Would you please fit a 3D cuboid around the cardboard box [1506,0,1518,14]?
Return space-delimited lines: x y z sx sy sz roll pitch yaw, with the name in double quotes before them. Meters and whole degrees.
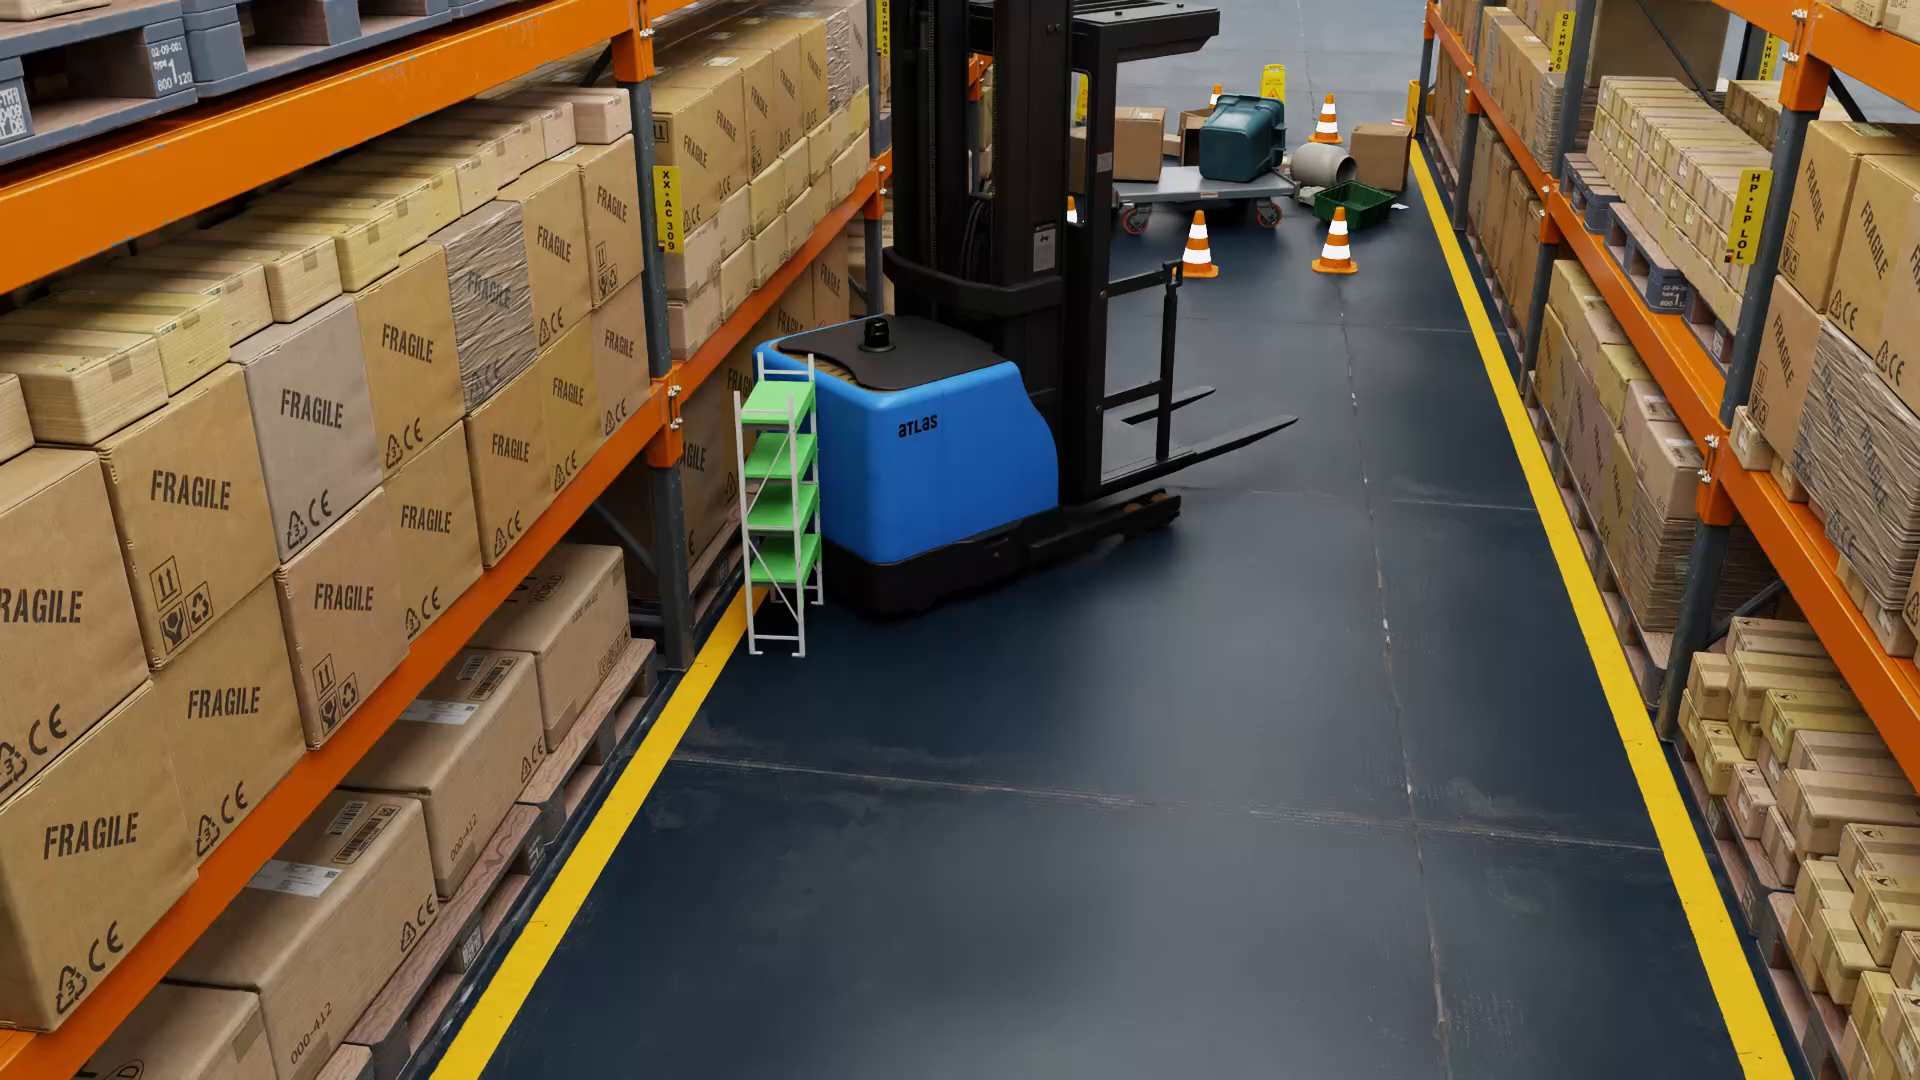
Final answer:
"cardboard box" 4.491 -4.185 12.355 0.700 0.500 0.500 4 25 8

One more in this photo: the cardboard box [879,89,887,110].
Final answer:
"cardboard box" -0.672 -2.838 10.576 0.380 0.149 0.250 2 25 5

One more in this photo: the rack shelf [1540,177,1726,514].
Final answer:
"rack shelf" 3.586 -1.060 7.824 1.077 0.370 4.000 4 25 9

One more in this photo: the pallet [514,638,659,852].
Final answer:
"pallet" -1.843 0.726 6.451 1.003 0.211 1.213 4 25 9

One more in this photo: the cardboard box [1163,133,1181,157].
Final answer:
"cardboard box" 2.099 -3.890 16.384 0.380 0.149 0.250 19 31 35

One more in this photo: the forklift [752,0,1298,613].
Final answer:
"forklift" 0.486 -1.498 7.992 3.031 2.935 1.130 -19 31 -35

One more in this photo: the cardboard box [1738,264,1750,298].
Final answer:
"cardboard box" 3.129 -0.940 6.171 0.380 0.149 0.250 5 26 10

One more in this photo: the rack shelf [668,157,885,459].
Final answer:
"rack shelf" -1.314 -1.360 8.467 1.077 0.370 4.000 4 25 9

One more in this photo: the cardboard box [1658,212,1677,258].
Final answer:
"cardboard box" 3.338 -1.350 7.398 0.380 0.149 0.250 5 26 11

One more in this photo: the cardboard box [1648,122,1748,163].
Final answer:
"cardboard box" 3.433 -1.838 7.738 0.380 0.149 0.250 5 26 10

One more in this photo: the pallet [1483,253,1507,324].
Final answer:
"pallet" 4.317 -1.792 11.830 1.003 0.211 1.213 4 25 9

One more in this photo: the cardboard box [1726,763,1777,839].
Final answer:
"cardboard box" 2.849 0.901 5.655 0.380 0.149 0.250 4 25 8

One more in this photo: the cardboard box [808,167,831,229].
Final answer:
"cardboard box" -0.980 -1.801 8.736 0.500 0.250 0.500 4 25 8

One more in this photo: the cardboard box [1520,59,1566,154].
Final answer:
"cardboard box" 3.804 -2.683 10.325 0.500 0.500 0.500 4 25 9

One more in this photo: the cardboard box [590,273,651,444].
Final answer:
"cardboard box" -1.465 -0.683 6.054 0.500 0.500 0.500 4 25 9

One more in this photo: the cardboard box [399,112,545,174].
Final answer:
"cardboard box" -1.578 -1.285 5.393 0.380 0.149 0.250 4 25 9

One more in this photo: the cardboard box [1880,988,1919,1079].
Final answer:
"cardboard box" 2.550 1.278 4.147 0.380 0.149 0.250 5 26 10

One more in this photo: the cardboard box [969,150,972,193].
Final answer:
"cardboard box" -0.417 -2.976 13.674 0.950 0.372 0.625 4 25 9

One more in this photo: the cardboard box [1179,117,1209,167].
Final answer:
"cardboard box" 2.386 -3.498 14.969 0.797 0.637 0.503 4 25 9

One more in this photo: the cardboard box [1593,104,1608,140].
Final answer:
"cardboard box" 3.635 -2.245 8.958 0.380 0.149 0.250 5 26 11

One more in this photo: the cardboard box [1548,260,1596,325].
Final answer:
"cardboard box" 3.561 -1.348 9.161 0.500 0.250 0.500 3 25 6

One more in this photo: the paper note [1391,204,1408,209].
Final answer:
"paper note" 3.783 -2.894 14.397 0.147 0.020 0.142 -14 29 -27

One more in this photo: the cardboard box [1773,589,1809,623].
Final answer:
"cardboard box" 3.641 0.102 6.947 0.500 0.500 0.500 5 26 11

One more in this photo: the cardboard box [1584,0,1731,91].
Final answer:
"cardboard box" 3.996 -2.907 9.625 0.700 0.500 0.500 4 25 8

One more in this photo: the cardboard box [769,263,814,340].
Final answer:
"cardboard box" -1.332 -1.095 9.061 0.875 0.875 0.875 4 25 9

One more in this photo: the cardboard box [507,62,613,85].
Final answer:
"cardboard box" -1.739 -1.769 7.194 0.500 0.500 0.500 5 25 10

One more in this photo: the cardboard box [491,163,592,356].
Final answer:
"cardboard box" -1.537 -0.920 5.379 0.500 0.500 0.500 4 25 8

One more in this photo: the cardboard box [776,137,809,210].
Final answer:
"cardboard box" -1.044 -1.814 8.174 0.500 0.250 0.500 3 25 7

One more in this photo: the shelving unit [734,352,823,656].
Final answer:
"shelving unit" -0.769 -0.152 7.159 0.258 1.200 0.503 2 25 4

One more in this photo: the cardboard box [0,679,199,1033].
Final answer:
"cardboard box" -1.933 0.597 3.318 0.500 0.500 0.500 4 25 8

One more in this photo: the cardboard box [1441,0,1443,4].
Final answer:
"cardboard box" 5.204 -5.478 16.237 0.875 0.550 0.550 4 25 9

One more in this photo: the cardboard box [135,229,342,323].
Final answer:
"cardboard box" -1.737 -0.640 4.016 0.380 0.149 0.250 4 25 9

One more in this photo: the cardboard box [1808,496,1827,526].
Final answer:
"cardboard box" 2.929 -0.111 5.246 0.380 0.149 0.250 3 25 6

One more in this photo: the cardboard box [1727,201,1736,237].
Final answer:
"cardboard box" 3.175 -1.189 6.351 0.380 0.149 0.250 3 25 7

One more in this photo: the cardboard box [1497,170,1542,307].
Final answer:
"cardboard box" 4.240 -2.008 11.159 1.050 0.750 0.750 4 25 9

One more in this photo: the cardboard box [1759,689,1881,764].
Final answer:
"cardboard box" 2.902 0.632 5.526 0.380 0.149 0.250 4 25 8

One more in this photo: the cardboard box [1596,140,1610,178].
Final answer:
"cardboard box" 3.596 -2.013 8.814 0.380 0.149 0.250 5 26 11

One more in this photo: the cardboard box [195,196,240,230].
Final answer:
"cardboard box" -2.216 -0.892 4.555 0.380 0.149 0.250 4 25 9

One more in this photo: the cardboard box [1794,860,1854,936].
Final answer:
"cardboard box" 2.708 1.090 4.899 0.380 0.149 0.250 4 25 8

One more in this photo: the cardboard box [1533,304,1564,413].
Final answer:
"cardboard box" 3.545 -1.002 9.305 0.500 0.500 0.500 3 25 6

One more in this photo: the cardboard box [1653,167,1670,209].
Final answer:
"cardboard box" 3.386 -1.593 7.565 0.380 0.149 0.250 5 26 10

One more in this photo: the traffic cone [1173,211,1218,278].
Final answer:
"traffic cone" 1.784 -2.241 12.491 0.336 0.463 0.334 4 25 9

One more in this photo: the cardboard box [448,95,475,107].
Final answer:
"cardboard box" -1.949 -1.528 5.913 0.380 0.149 0.250 4 25 8

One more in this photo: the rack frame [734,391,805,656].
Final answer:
"rack frame" -0.790 -0.049 6.938 0.240 1.200 0.015 2 25 4

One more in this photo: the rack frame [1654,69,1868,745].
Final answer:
"rack frame" 3.259 -0.549 5.885 1.000 3.000 0.127 4 25 9

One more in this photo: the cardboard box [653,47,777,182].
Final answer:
"cardboard box" -1.146 -1.936 7.551 0.500 0.500 0.500 3 25 7

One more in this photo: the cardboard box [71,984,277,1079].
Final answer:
"cardboard box" -2.286 1.510 4.012 0.875 0.438 0.875 3 25 7

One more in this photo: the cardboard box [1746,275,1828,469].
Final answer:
"cardboard box" 2.929 -0.539 5.395 0.500 0.500 0.500 4 25 8

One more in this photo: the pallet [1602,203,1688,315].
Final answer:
"pallet" 3.629 -1.304 7.725 1.003 0.211 1.213 4 25 9
